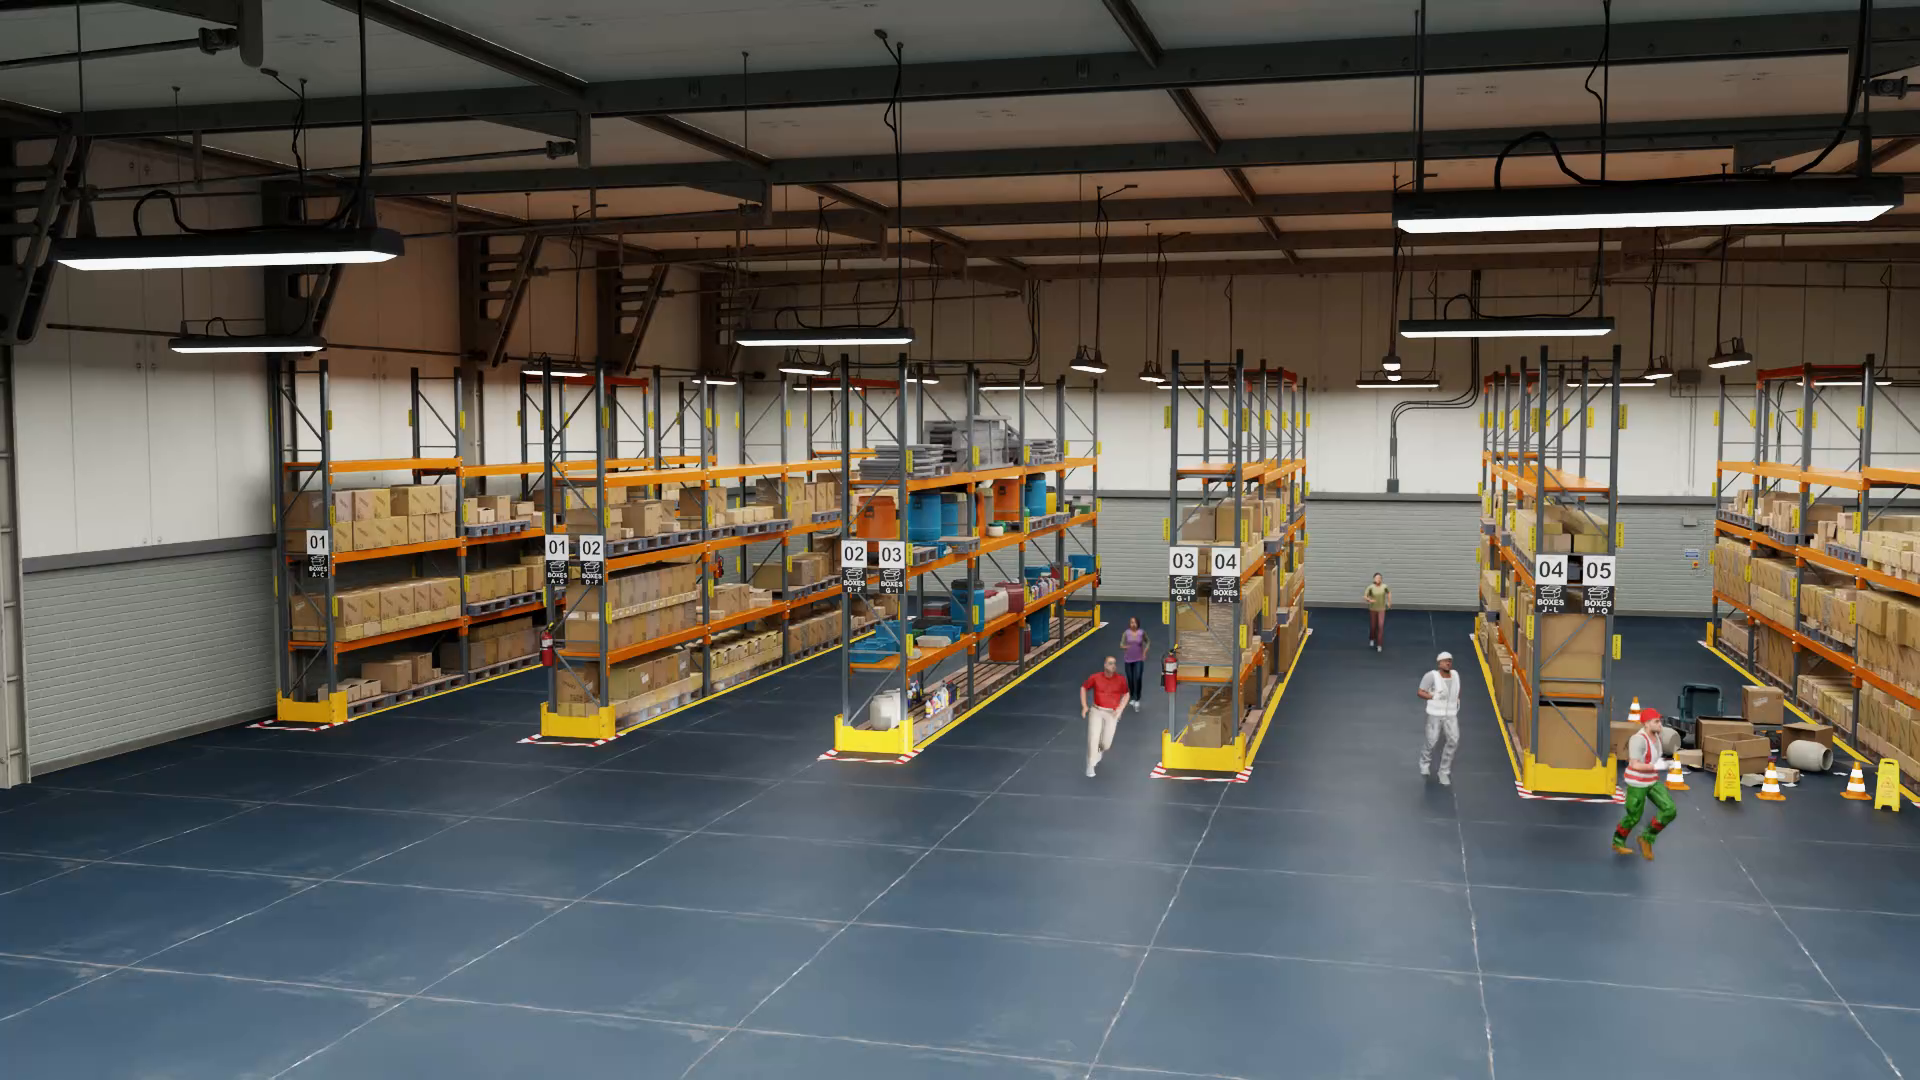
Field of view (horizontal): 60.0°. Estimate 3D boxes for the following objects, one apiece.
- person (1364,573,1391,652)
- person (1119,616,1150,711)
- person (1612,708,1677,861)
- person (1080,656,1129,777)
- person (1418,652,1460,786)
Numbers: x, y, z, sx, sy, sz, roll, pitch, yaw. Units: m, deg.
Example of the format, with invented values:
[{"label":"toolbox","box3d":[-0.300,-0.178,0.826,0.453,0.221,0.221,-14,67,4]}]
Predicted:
[{"label":"person","box3d":[9.108,1.555,36.297,0.593,1.696,0.856,1,4,9]},{"label":"person","box3d":[3.015,2.135,28.757,0.514,1.631,0.653,1,4,12]},{"label":"person","box3d":[7.746,2.753,18.791,0.697,1.744,0.807,-3,5,-35]},{"label":"person","box3d":[2.059,2.476,23.654,0.704,1.657,0.675,0,4,0]},{"label":"person","box3d":[6.667,2.464,23.074,0.702,1.850,0.707,-1,4,-9]}]
